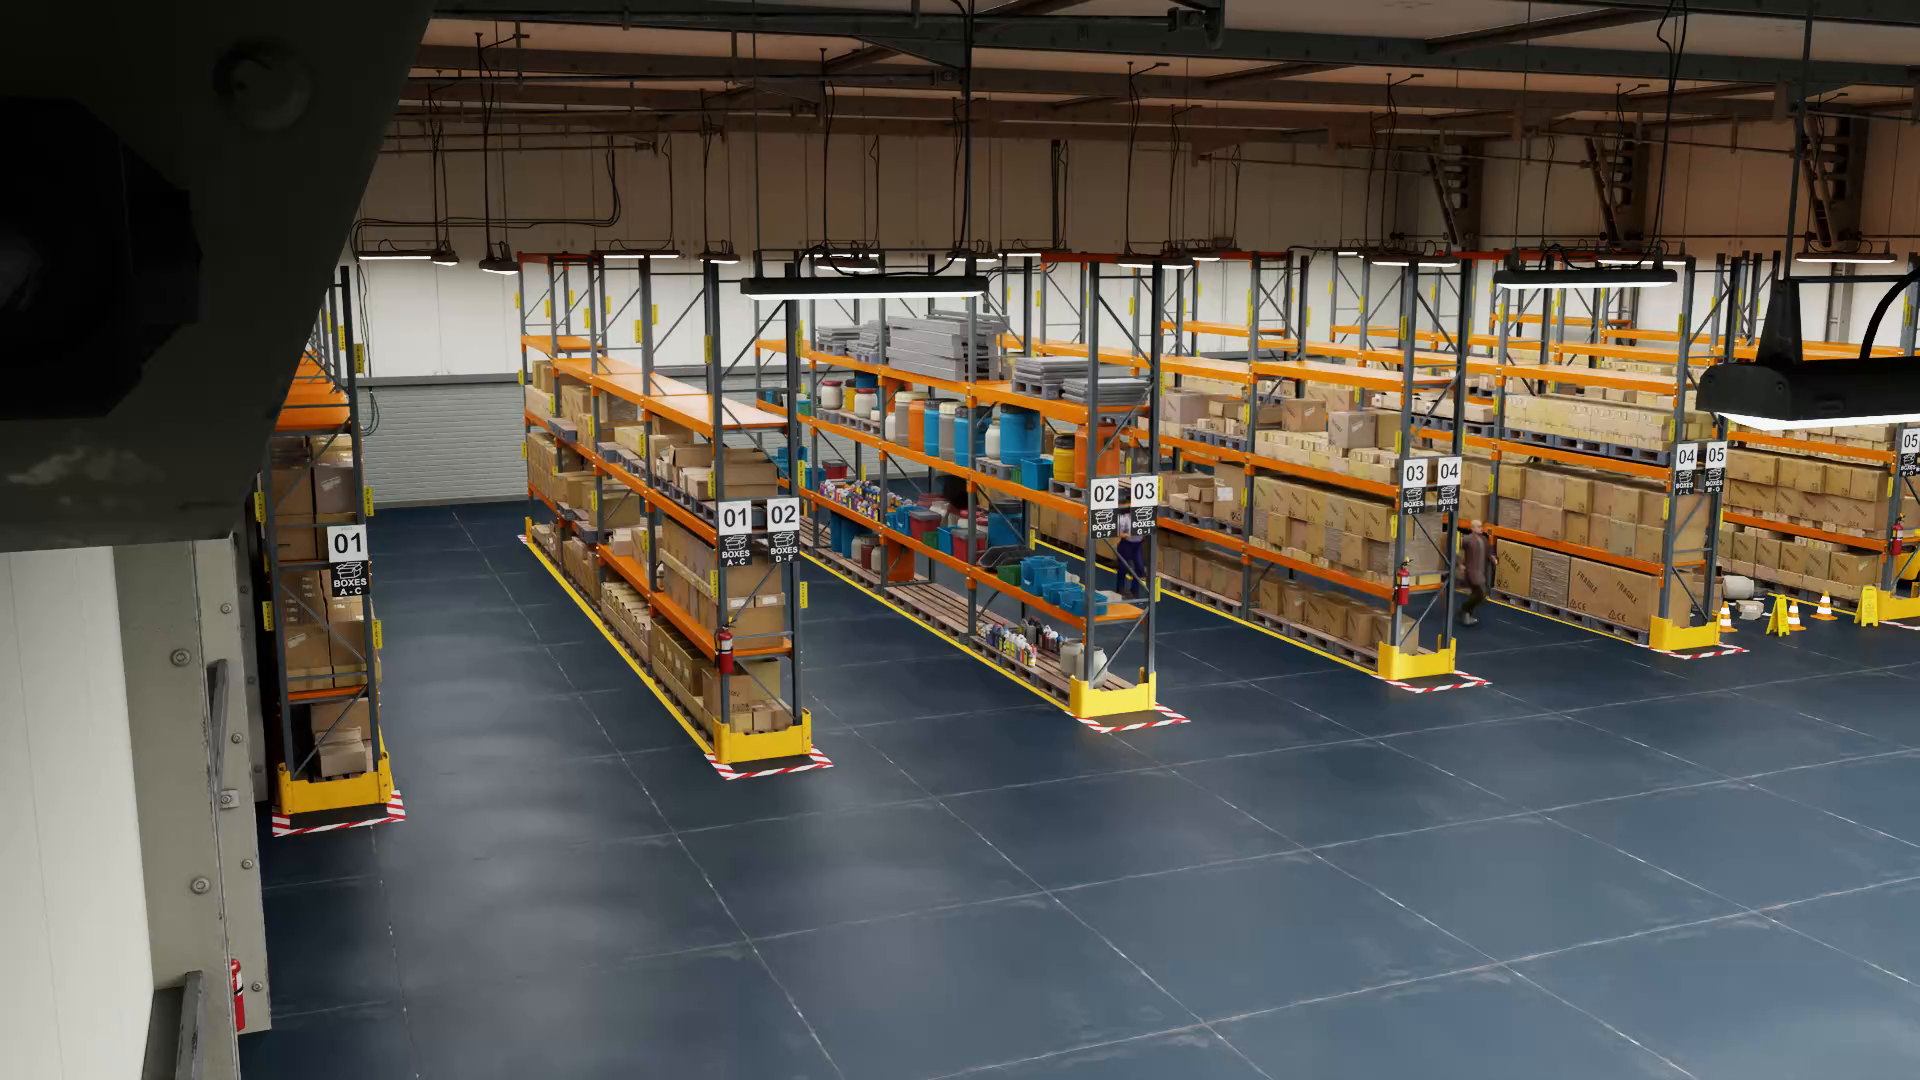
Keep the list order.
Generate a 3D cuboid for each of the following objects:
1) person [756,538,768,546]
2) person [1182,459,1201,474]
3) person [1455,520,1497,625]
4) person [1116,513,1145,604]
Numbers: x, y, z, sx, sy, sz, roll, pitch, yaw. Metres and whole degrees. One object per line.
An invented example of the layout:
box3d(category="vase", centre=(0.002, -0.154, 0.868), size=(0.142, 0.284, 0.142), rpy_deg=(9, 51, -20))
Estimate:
box3d(category="person", centre=(-3.567, -0.006, 29.632), size=(0.577, 1.438, 0.754), rpy_deg=(-7, 12, -33))
box3d(category="person", centre=(5.677, -2.119, 41.704), size=(0.945, 1.723, 0.759), rpy_deg=(7, 13, 34))
box3d(category="person", centre=(8.444, 0.538, 27.167), size=(0.683, 1.738, 0.692), rpy_deg=(-7, 13, -34))
box3d(category="person", centre=(2.894, 0.207, 27.949), size=(0.586, 1.747, 0.650), rpy_deg=(-6, 12, -31))
